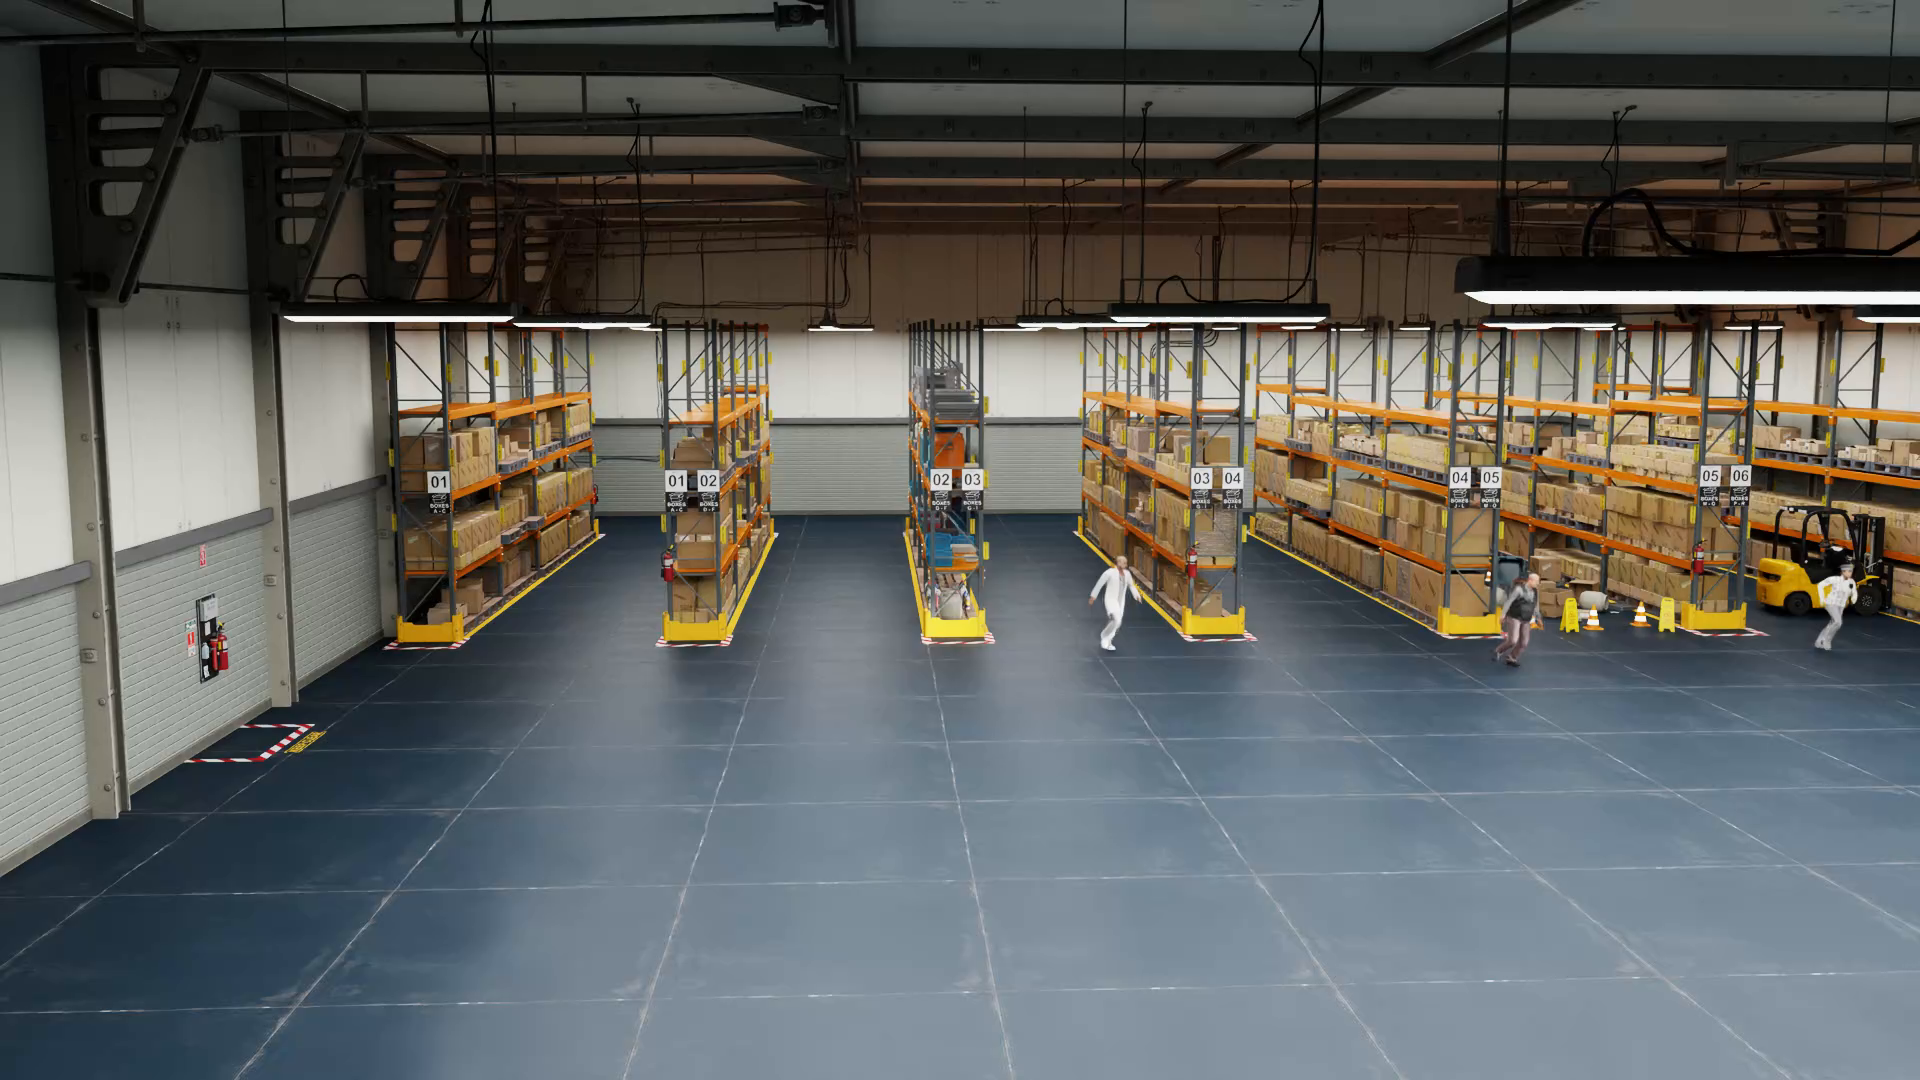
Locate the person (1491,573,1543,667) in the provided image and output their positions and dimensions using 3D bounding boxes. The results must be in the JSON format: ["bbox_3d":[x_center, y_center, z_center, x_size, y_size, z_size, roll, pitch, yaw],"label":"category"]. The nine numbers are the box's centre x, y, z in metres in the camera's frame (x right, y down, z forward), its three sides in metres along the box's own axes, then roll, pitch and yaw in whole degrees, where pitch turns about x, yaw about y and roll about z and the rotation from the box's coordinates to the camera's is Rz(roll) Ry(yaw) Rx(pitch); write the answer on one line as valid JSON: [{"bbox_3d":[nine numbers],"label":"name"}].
[{"bbox_3d":[9.610,1.369,28.637,0.780,1.642,0.621,-3,8,-24],"label":"person"}]

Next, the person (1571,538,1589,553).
[{"bbox_3d":[15.775,-0.376,42.461,0.625,1.725,1.012,-1,7,-9],"label":"person"}]

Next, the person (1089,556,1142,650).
[{"bbox_3d":[2.854,1.154,30.097,0.700,1.733,0.828,-6,9,-38],"label":"person"}]

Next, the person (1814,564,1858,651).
[{"bbox_3d":[15.979,1.211,30.230,0.592,1.606,0.725,-2,7,-13],"label":"person"}]
